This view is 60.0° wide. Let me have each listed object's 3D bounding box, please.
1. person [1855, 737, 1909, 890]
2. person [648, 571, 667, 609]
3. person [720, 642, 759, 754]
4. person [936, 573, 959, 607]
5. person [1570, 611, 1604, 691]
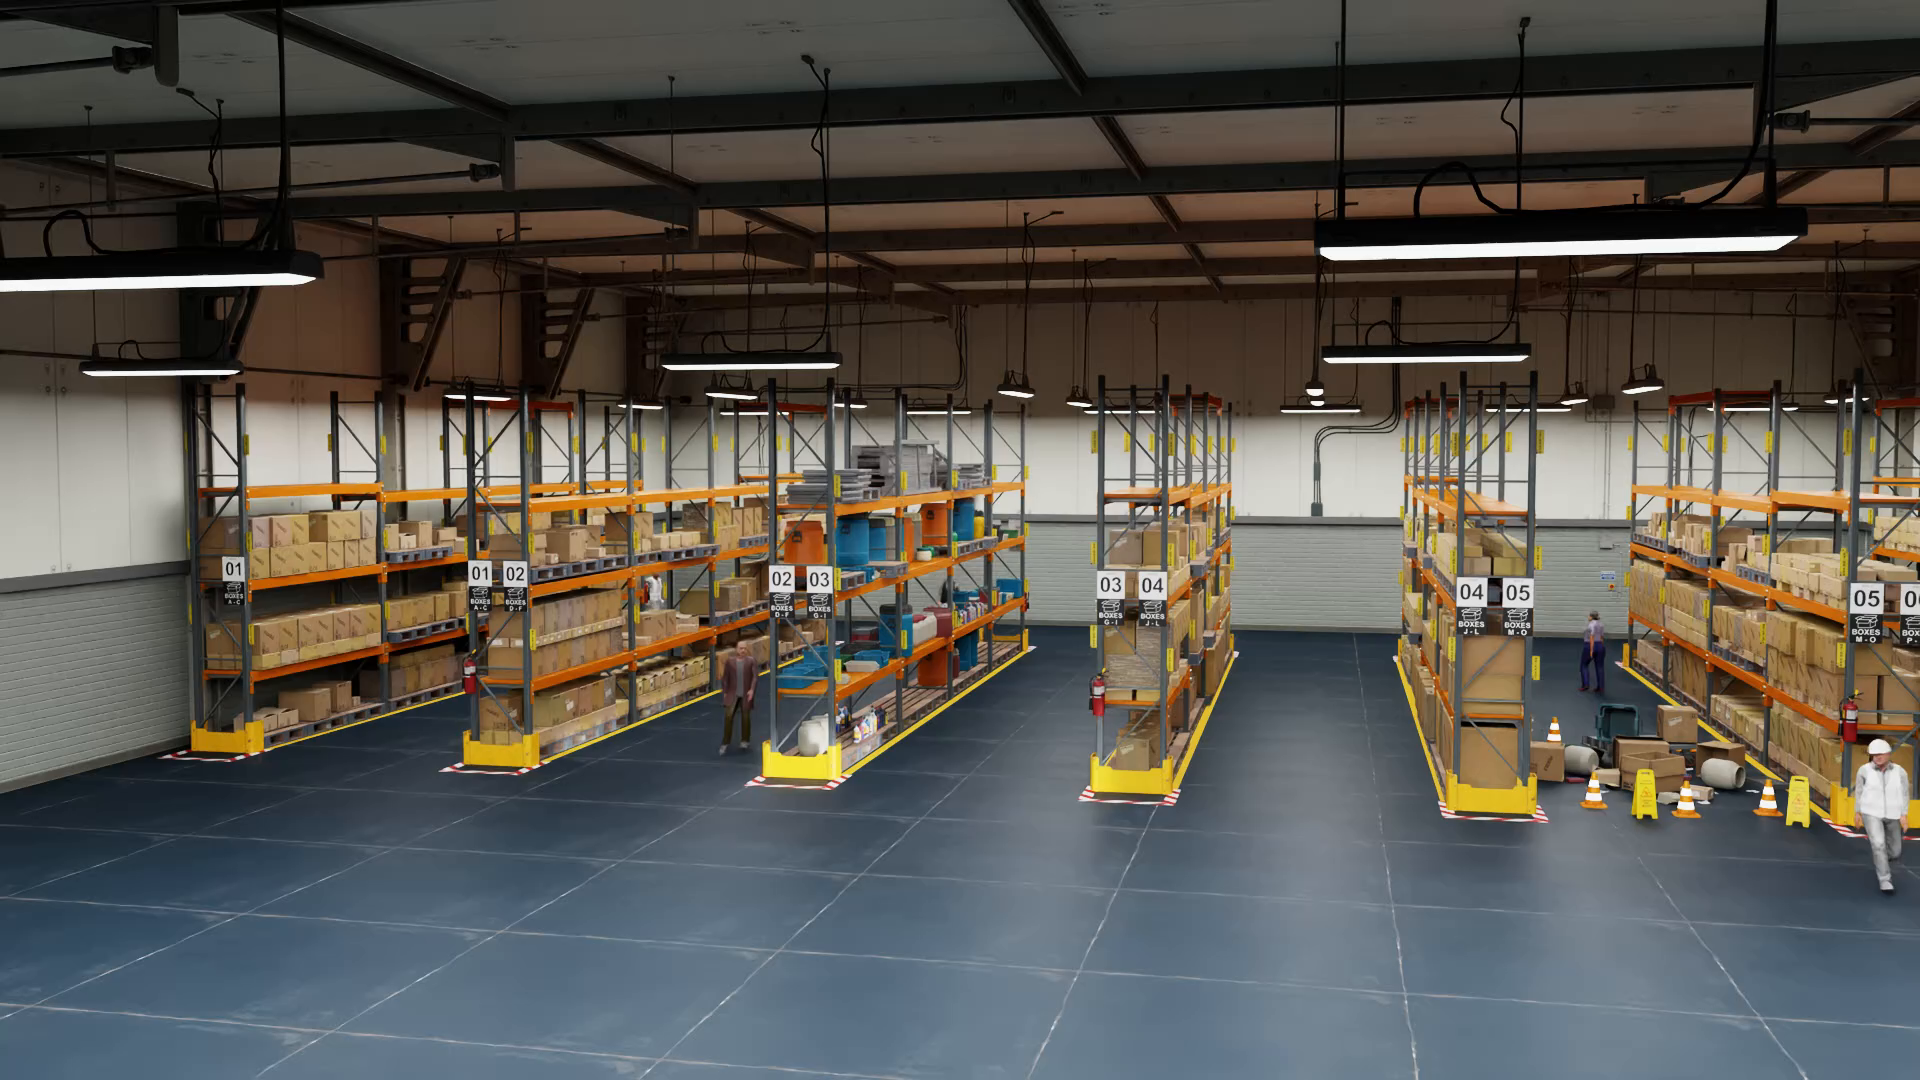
[{"bbox_3d":[10.481,3.085,18.919,0.535,1.687,0.912,2,4,26],"label":"person"},{"bbox_3d":[-7.966,1.626,43.750,0.578,1.834,0.582,1,4,24],"label":"person"},{"bbox_3d":[-3.628,2.558,27.176,0.711,1.773,0.757,-1,3,-17],"label":"person"},{"bbox_3d":[-0.308,1.685,43.206,0.556,1.677,1.028,1,3,16],"label":"person"},{"bbox_3d":[12.862,2.254,33.896,0.464,1.588,0.896,0,3,-8],"label":"person"}]
